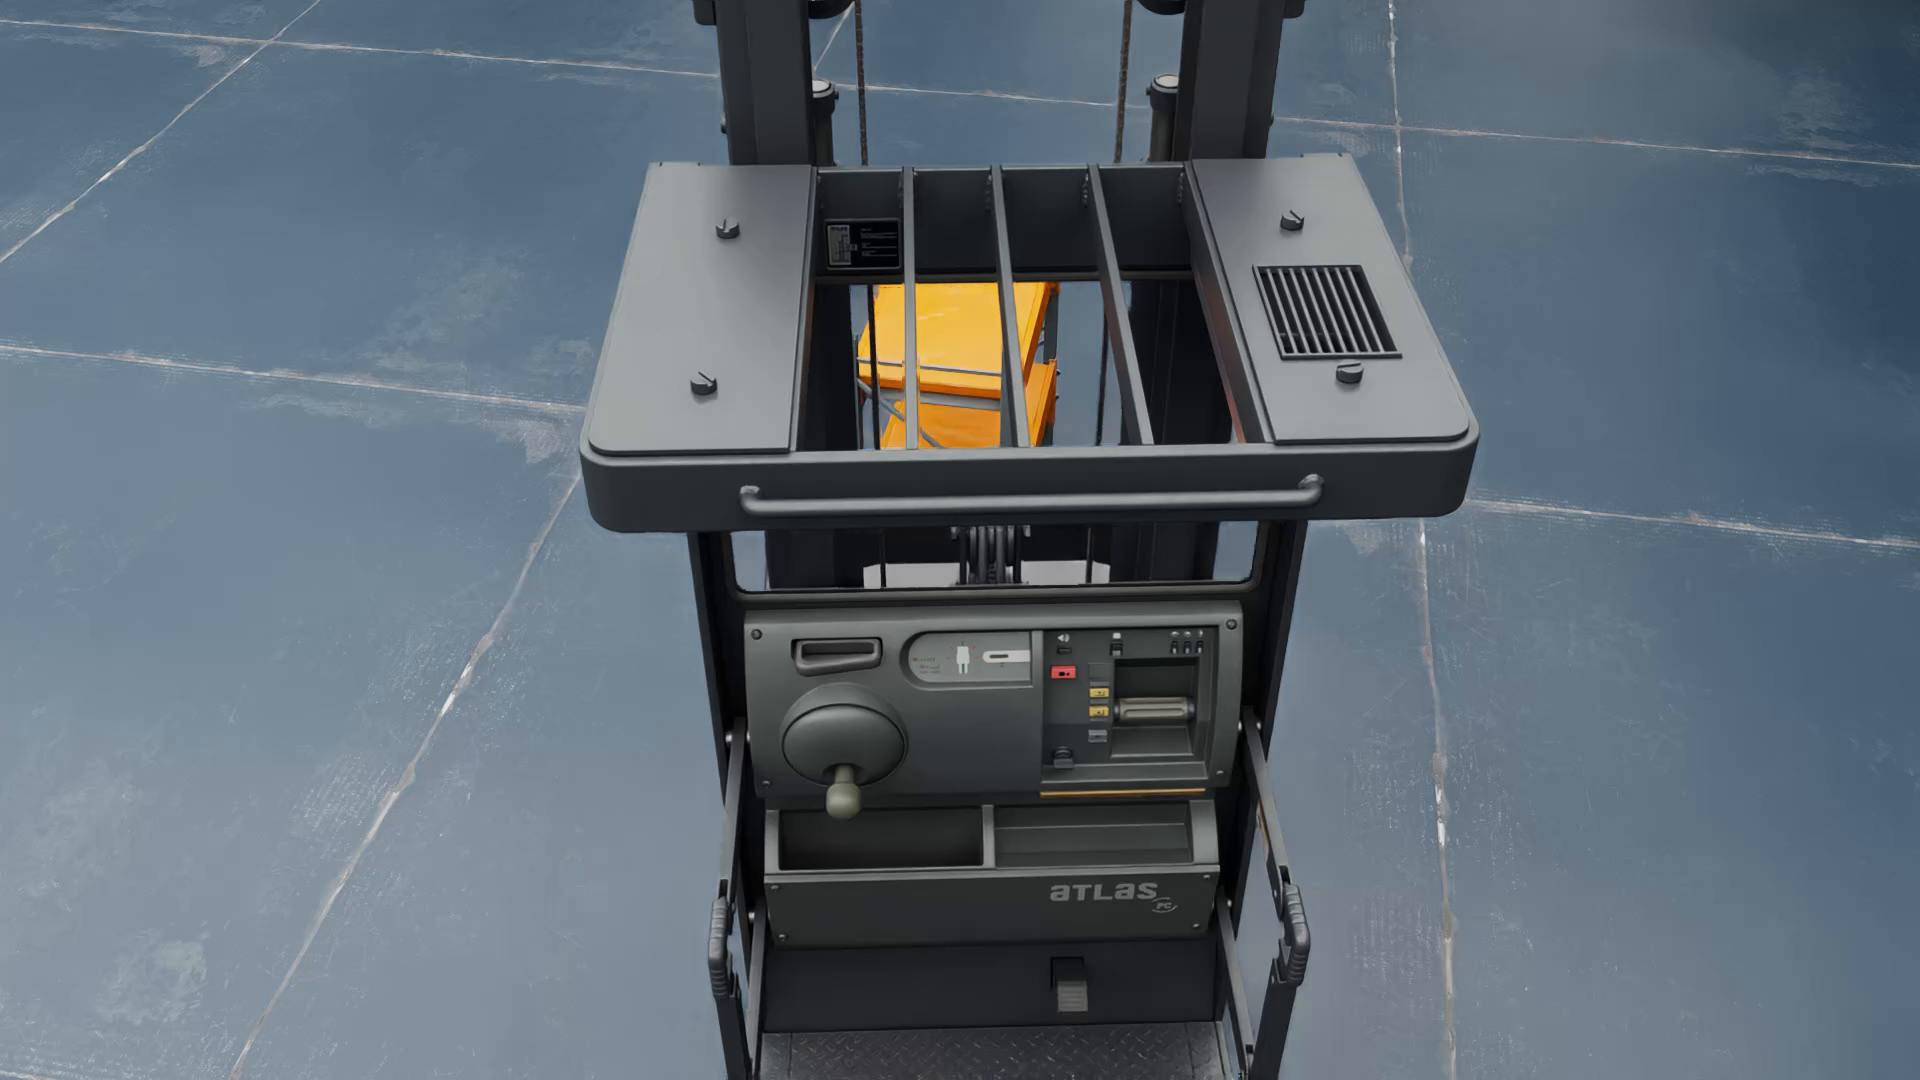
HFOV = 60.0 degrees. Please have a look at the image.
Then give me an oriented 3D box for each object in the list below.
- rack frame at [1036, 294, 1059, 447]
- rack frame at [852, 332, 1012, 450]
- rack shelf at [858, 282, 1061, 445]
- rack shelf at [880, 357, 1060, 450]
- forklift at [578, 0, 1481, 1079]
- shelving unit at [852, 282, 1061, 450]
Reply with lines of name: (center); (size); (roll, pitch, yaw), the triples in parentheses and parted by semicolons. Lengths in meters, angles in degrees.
rack frame: (0.089, -0.757, 5.783); (0.500, 1.125, 0.032); (6, 40, 8)
rack frame: (-0.087, -0.119, 5.011); (0.500, 1.125, 0.032); (6, 40, 8)
rack shelf: (0.001, -0.663, 5.210); (0.538, 0.278, 1.000); (6, 40, 8)
rack shelf: (0.001, -0.249, 5.553); (0.538, 0.278, 1.000); (6, 40, 8)
forklift: (0.074, 0.397, 2.969); (1.130, 2.935, 3.031); (-1, 40, -1)
shelving unit: (0.001, -0.438, 5.397); (0.538, 1.125, 1.048); (6, 40, 8)
